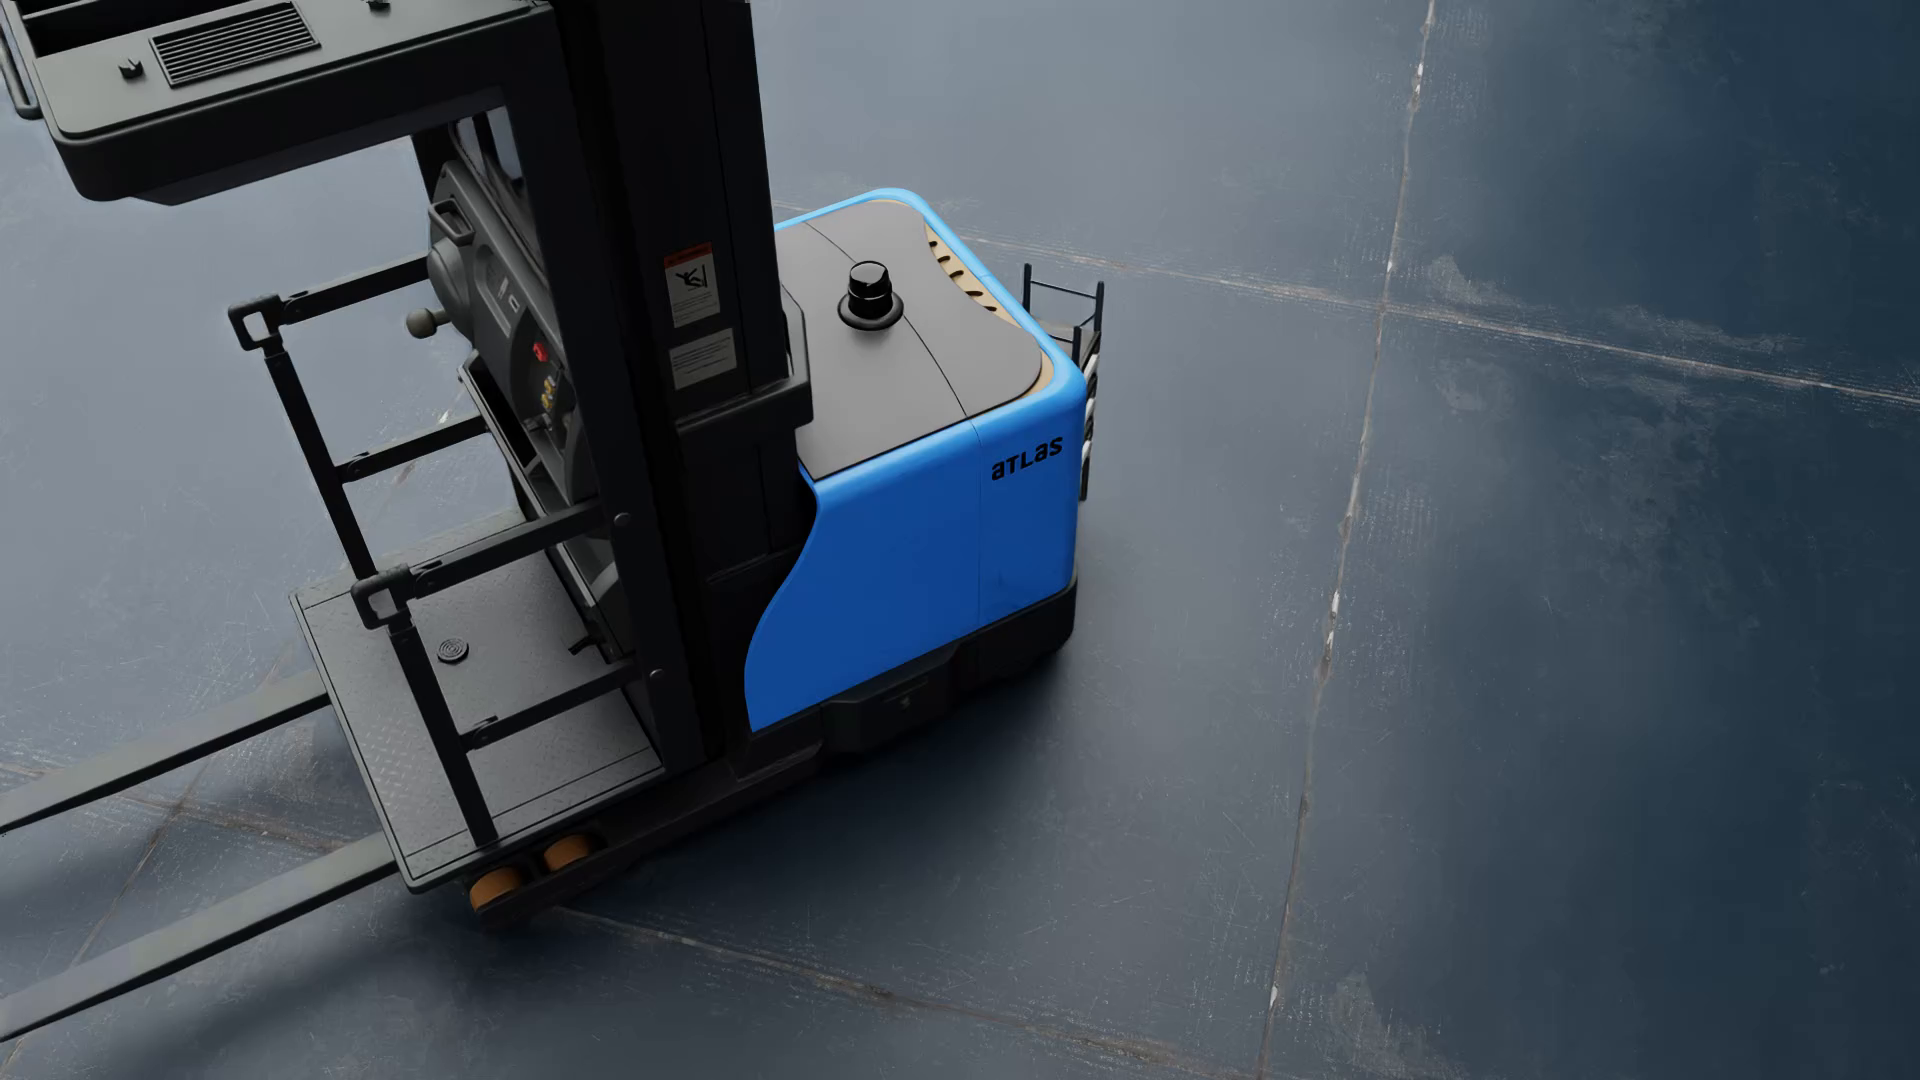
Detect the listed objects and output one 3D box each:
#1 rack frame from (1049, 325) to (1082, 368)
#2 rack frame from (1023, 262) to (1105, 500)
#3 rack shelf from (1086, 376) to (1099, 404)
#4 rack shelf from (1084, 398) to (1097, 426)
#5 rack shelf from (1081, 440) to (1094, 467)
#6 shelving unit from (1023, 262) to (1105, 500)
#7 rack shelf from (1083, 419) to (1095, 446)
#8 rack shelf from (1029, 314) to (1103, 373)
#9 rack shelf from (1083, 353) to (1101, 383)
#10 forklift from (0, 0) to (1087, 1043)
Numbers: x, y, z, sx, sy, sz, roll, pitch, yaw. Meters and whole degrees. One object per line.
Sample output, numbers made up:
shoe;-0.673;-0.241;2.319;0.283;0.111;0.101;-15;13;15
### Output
rack frame;0.222;-0.319;4.931;0.240;0.900;0.006;16;51;14
rack frame;0.296;-0.461;5.056;0.240;0.900;0.006;16;51;14
rack shelf;0.259;-0.427;4.951;0.258;0.077;0.200;16;51;14
rack shelf;0.259;-0.368;5.019;0.258;0.077;0.200;16;51;14
rack shelf;0.259;-0.249;5.154;0.258;0.077;0.200;16;51;14
shelving unit;0.259;-0.390;4.994;0.258;0.900;0.210;16;51;14
rack shelf;0.259;-0.308;5.086;0.258;0.077;0.200;16;51;14
rack shelf;0.259;-0.546;4.816;0.258;0.077;0.200;16;51;14
rack shelf;0.259;-0.487;4.884;0.258;0.077;0.200;16;51;14
forklift;-1.196;-0.416;3.662;3.031;2.935;1.130;-24;53;-19
